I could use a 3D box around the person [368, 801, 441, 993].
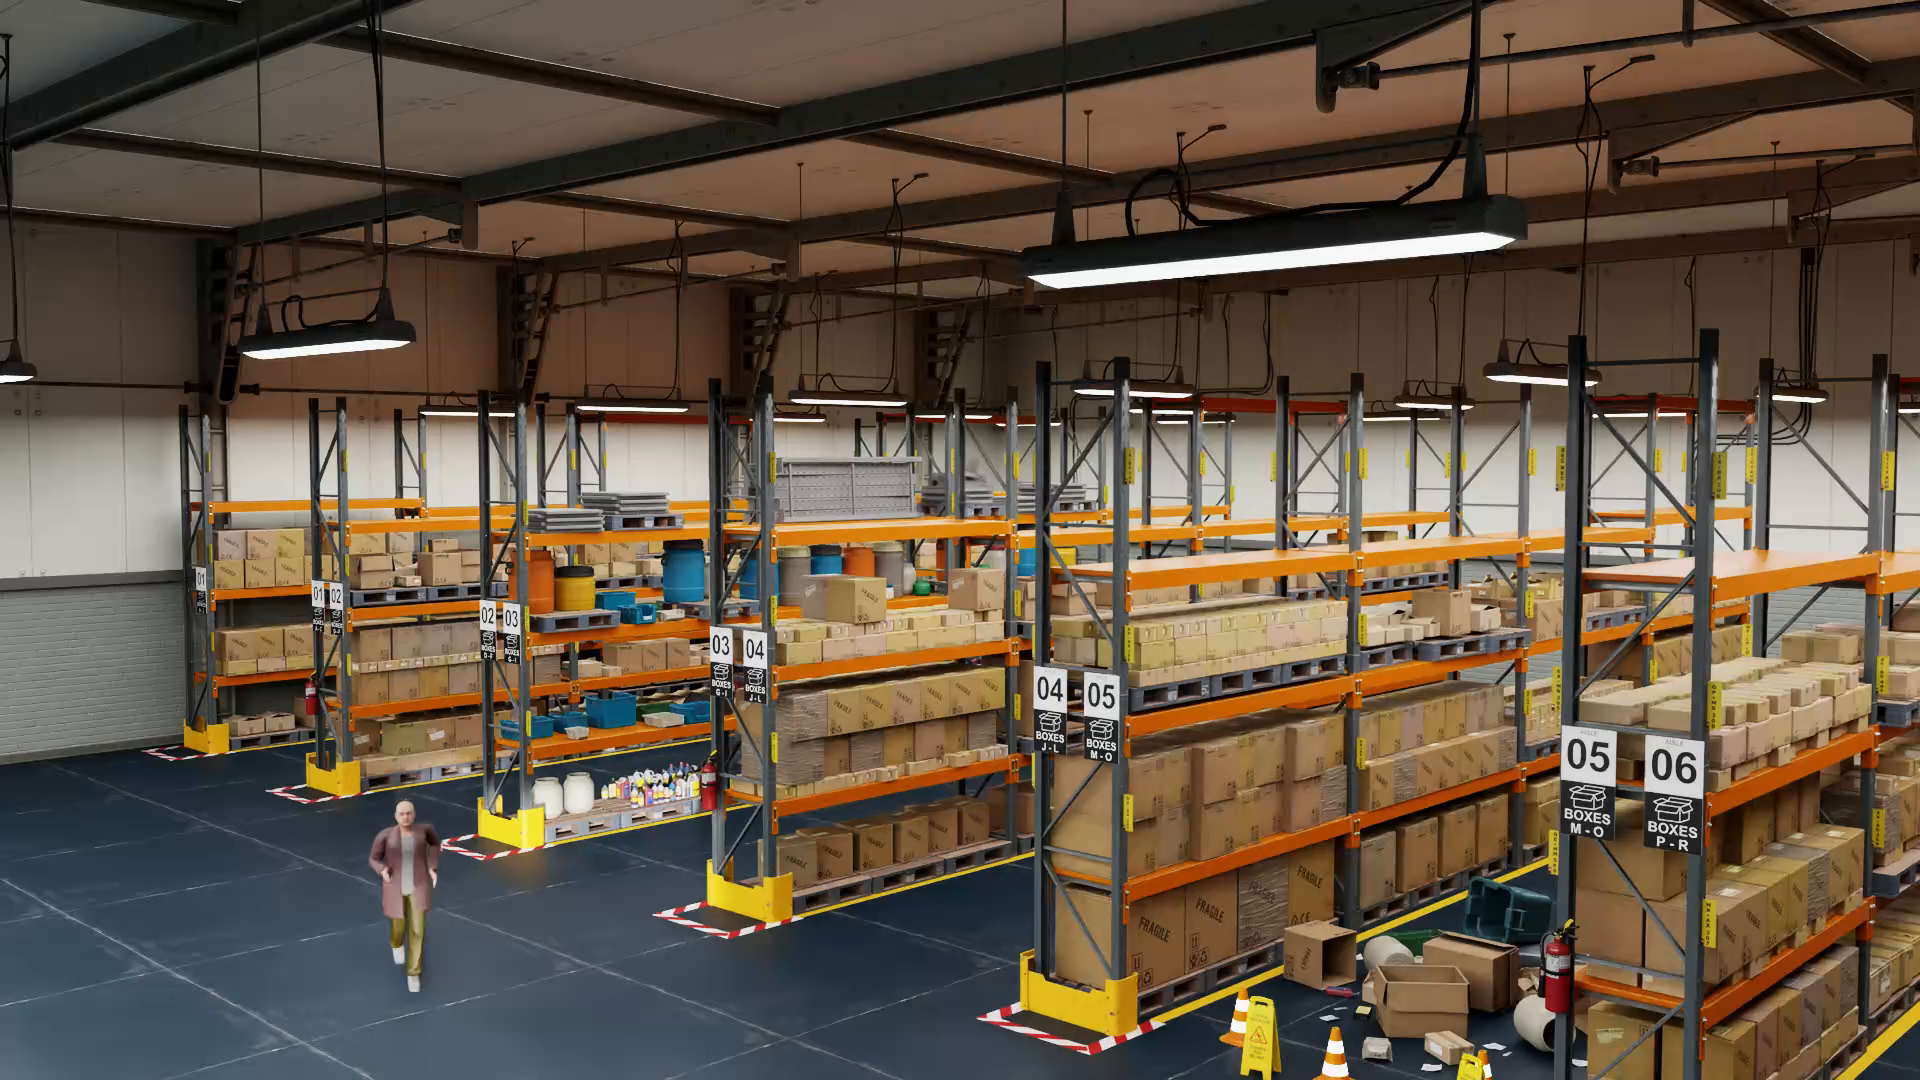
[{"bbox_3d":[-5.425,3.420,16.286,0.691,1.783,1.011,-1,3,-22],"label":"person"}]

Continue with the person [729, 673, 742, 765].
[{"bbox_3d":[-3.686,2.858,27.068,0.654,1.834,0.764,2,4,35],"label":"person"}]
